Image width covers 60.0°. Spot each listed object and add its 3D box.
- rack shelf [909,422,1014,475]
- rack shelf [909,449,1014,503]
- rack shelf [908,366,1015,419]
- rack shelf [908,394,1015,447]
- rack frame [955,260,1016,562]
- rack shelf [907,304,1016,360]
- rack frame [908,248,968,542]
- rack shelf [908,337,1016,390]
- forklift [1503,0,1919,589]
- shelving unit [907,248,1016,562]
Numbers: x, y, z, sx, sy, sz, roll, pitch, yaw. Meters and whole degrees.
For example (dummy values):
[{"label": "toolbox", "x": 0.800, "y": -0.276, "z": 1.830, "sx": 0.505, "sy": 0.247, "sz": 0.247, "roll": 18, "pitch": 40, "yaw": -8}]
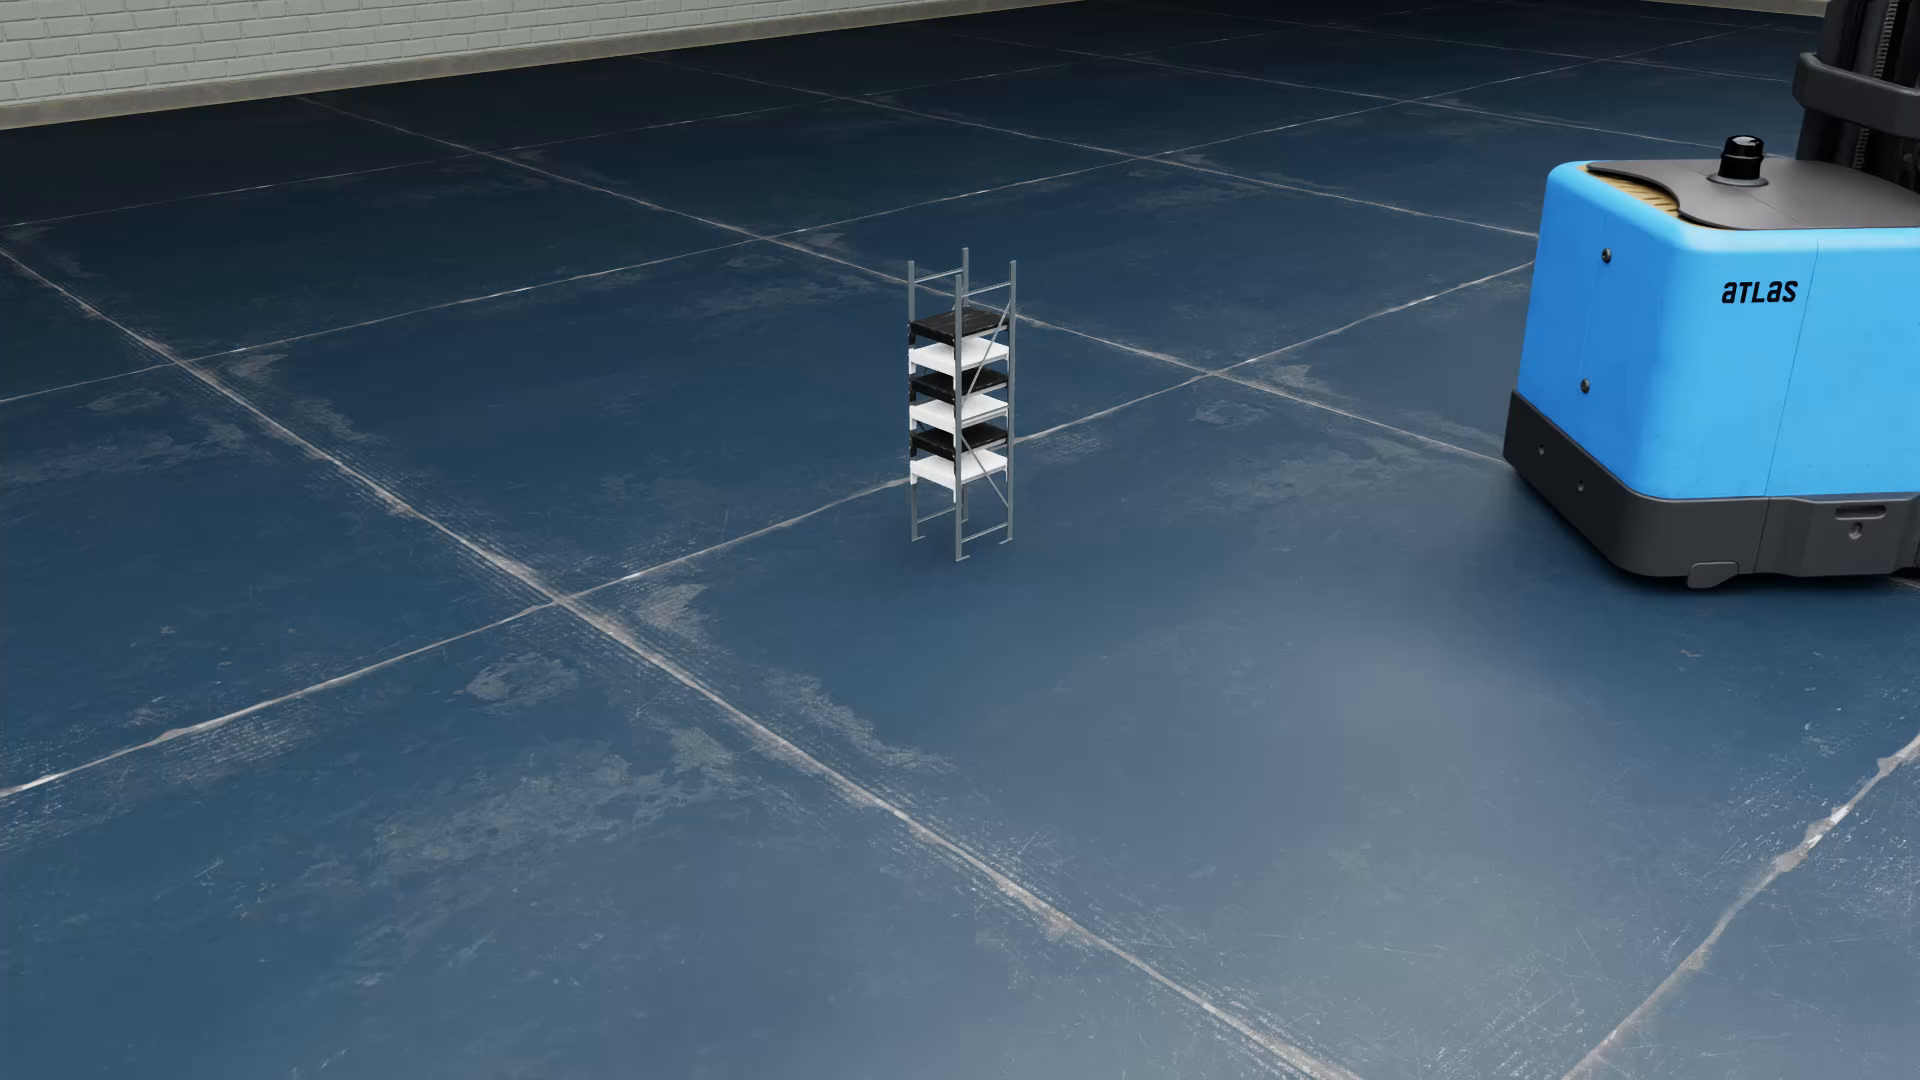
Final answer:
[{"label": "rack shelf", "x": 0.006, "y": -0.295, "z": 5.109, "sx": 0.258, "sy": 0.077, "sz": 0.200, "roll": -21, "pitch": 32, "yaw": -38}, {"label": "rack shelf", "x": 0.006, "y": -0.213, "z": 5.146, "sx": 0.258, "sy": 0.077, "sz": 0.200, "roll": -21, "pitch": 32, "yaw": -38}, {"label": "rack shelf", "x": 0.006, "y": -0.459, "z": 5.034, "sx": 0.258, "sy": 0.077, "sz": 0.200, "roll": -21, "pitch": 32, "yaw": -38}, {"label": "rack shelf", "x": 0.006, "y": -0.377, "z": 5.072, "sx": 0.258, "sy": 0.077, "sz": 0.200, "roll": -21, "pitch": 32, "yaw": -38}, {"label": "rack frame", "x": 0.075, "y": -0.376, "z": 4.990, "sx": 0.240, "sy": 0.900, "sz": 0.006, "roll": -21, "pitch": 32, "yaw": -38}, {"label": "rack shelf", "x": 0.006, "y": -0.622, "z": 4.960, "sx": 0.258, "sy": 0.077, "sz": 0.200, "roll": -21, "pitch": 32, "yaw": -38}, {"label": "rack frame", "x": -0.064, "y": -0.438, "z": 5.125, "sx": 0.240, "sy": 0.900, "sz": 0.006, "roll": -21, "pitch": 32, "yaw": -38}, {"label": "rack shelf", "x": 0.006, "y": -0.540, "z": 4.997, "sx": 0.258, "sy": 0.077, "sz": 0.200, "roll": -21, "pitch": 32, "yaw": -38}, {"label": "forklift", "x": 3.407, "y": -1.426, "z": 4.843, "sx": 3.031, "sy": 2.935, "sz": 1.130, "roll": -2, "pitch": 25, "yaw": -4}, {"label": "shelving unit", "x": 0.006, "y": -0.407, "z": 5.058, "sx": 0.258, "sy": 0.900, "sz": 0.210, "roll": -21, "pitch": 32, "yaw": -38}]
